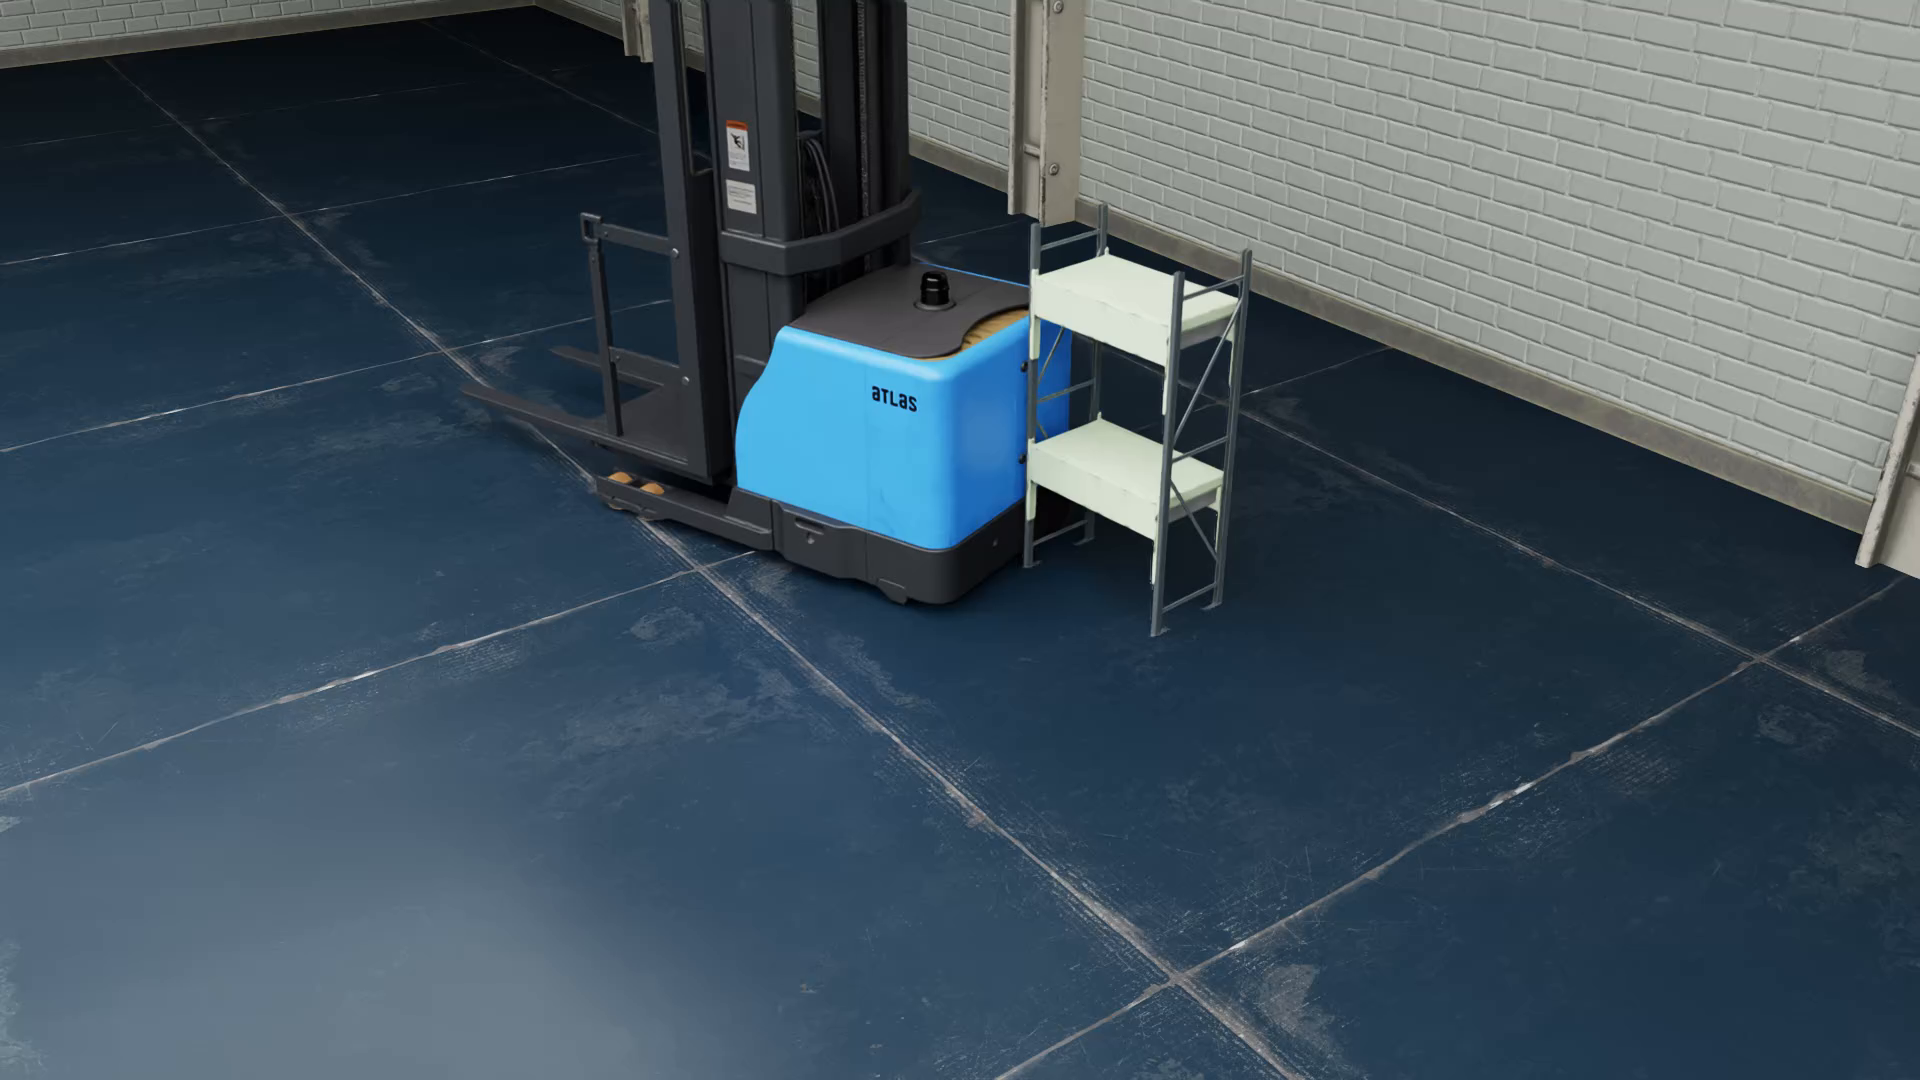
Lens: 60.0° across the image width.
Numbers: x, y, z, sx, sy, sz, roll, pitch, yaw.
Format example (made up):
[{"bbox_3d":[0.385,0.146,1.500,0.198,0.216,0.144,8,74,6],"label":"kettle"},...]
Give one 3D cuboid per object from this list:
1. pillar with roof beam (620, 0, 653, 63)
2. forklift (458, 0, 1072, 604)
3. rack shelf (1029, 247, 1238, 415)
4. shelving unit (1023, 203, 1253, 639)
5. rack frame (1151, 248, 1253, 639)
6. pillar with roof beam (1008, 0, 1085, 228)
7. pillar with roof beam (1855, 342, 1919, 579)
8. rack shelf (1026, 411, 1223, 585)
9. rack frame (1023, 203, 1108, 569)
[{"bbox_3d":[-6.425,-7.296,11.256,9.100,9.000,0.400,-19,34,-31],"label":"pillar with roof beam"},{"bbox_3d":[-1.025,-1.562,7.055,3.031,2.935,1.130,18,33,30],"label":"forklift"},{"bbox_3d":[0.667,-0.812,6.357,0.431,0.370,0.720,-23,36,-35],"label":"rack shelf"},{"bbox_3d":[0.667,-0.470,6.543,0.431,1.500,0.755,-23,36,-35],"label":"shelving unit"},{"bbox_3d":[0.908,-0.338,6.301,0.400,1.500,0.023,-23,36,-35],"label":"rack frame"},{"bbox_3d":[-2.945,-4.964,6.961,9.100,9.000,0.400,-19,34,-31],"label":"pillar with roof beam"},{"bbox_3d":[0.535,-2.631,2.666,9.100,9.000,0.400,-19,34,-31],"label":"pillar with roof beam"},{"bbox_3d":[0.667,-0.183,6.699,0.431,0.370,0.720,-23,36,-35],"label":"rack shelf"},{"bbox_3d":[0.425,-0.601,6.785,0.400,1.500,0.023,-23,36,-35],"label":"rack frame"}]
